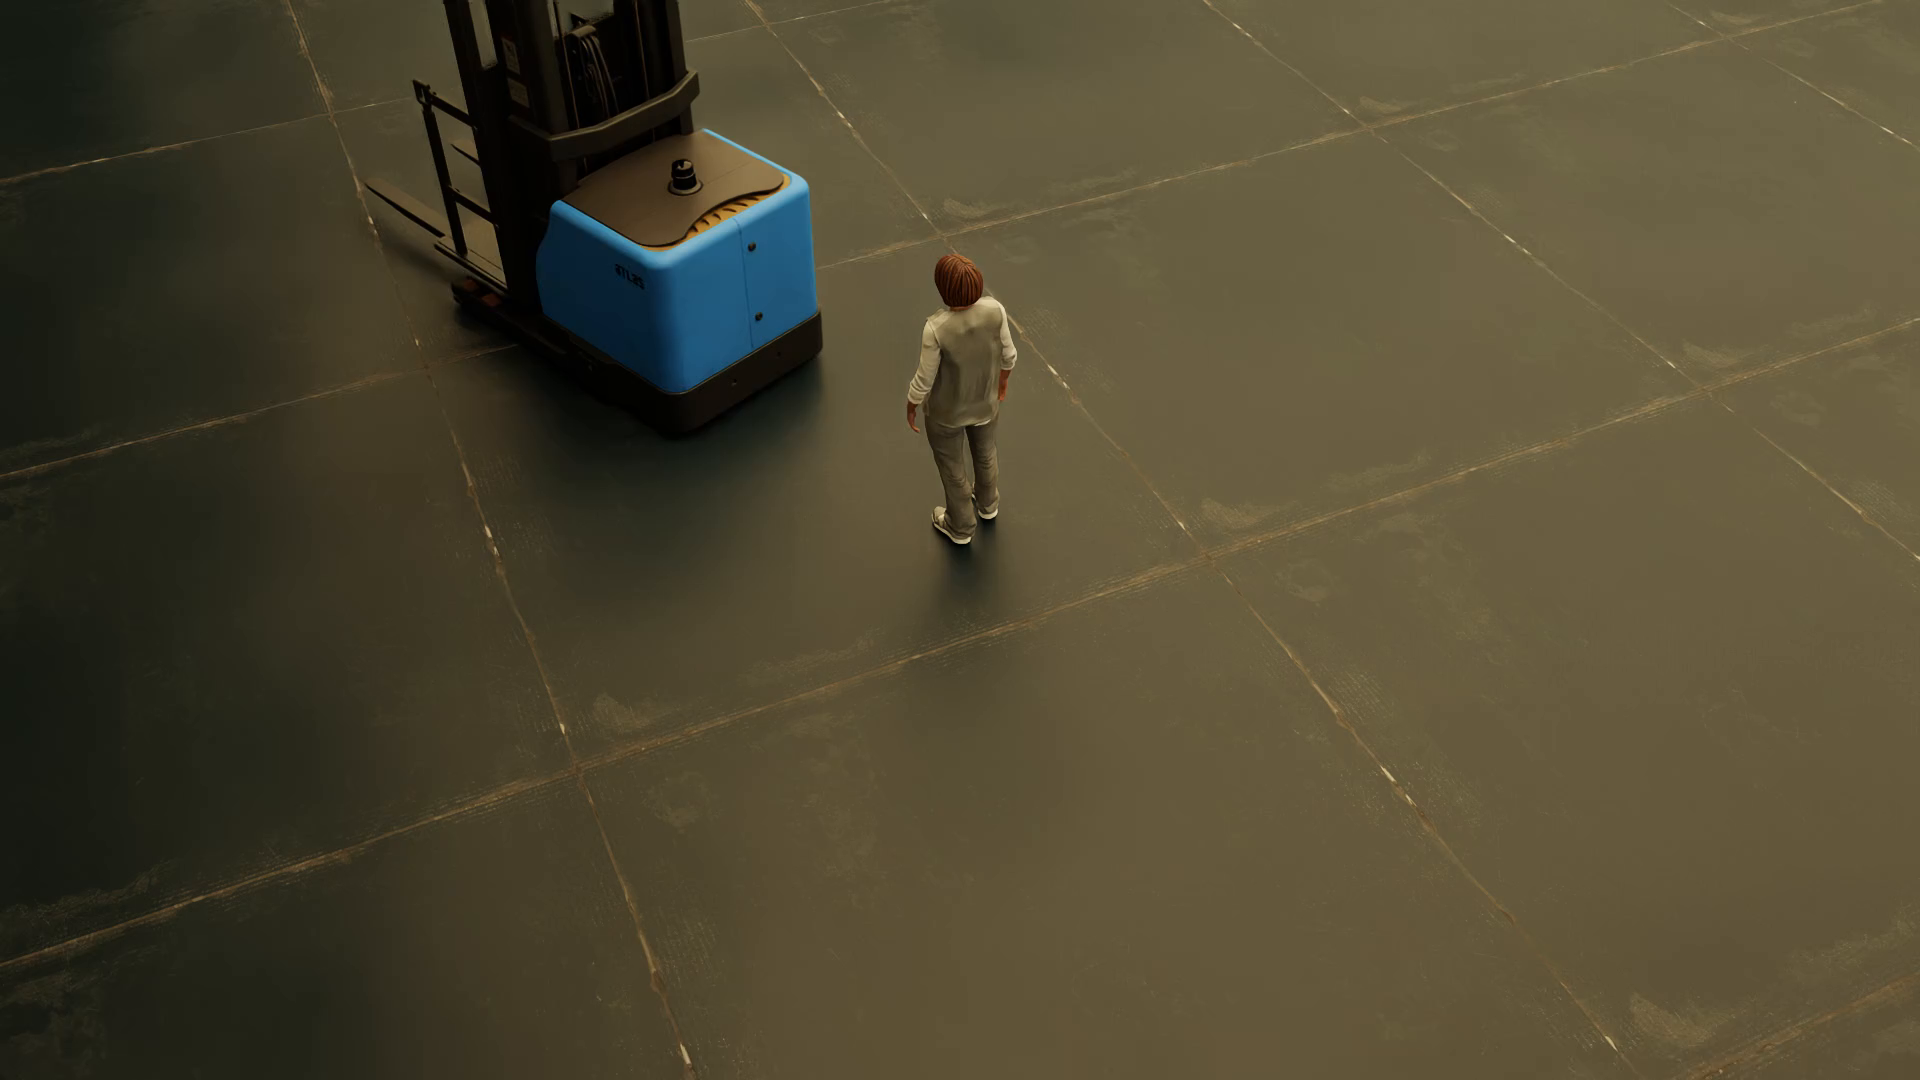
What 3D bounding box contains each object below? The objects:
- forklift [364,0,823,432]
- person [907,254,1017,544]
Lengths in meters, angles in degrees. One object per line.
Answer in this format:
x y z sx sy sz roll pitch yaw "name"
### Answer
-2.155 -2.486 8.344 3.031 2.935 1.130 32 52 30 "forklift"
-0.018 -0.639 7.332 0.521 1.596 0.475 -18 46 -18 "person"
